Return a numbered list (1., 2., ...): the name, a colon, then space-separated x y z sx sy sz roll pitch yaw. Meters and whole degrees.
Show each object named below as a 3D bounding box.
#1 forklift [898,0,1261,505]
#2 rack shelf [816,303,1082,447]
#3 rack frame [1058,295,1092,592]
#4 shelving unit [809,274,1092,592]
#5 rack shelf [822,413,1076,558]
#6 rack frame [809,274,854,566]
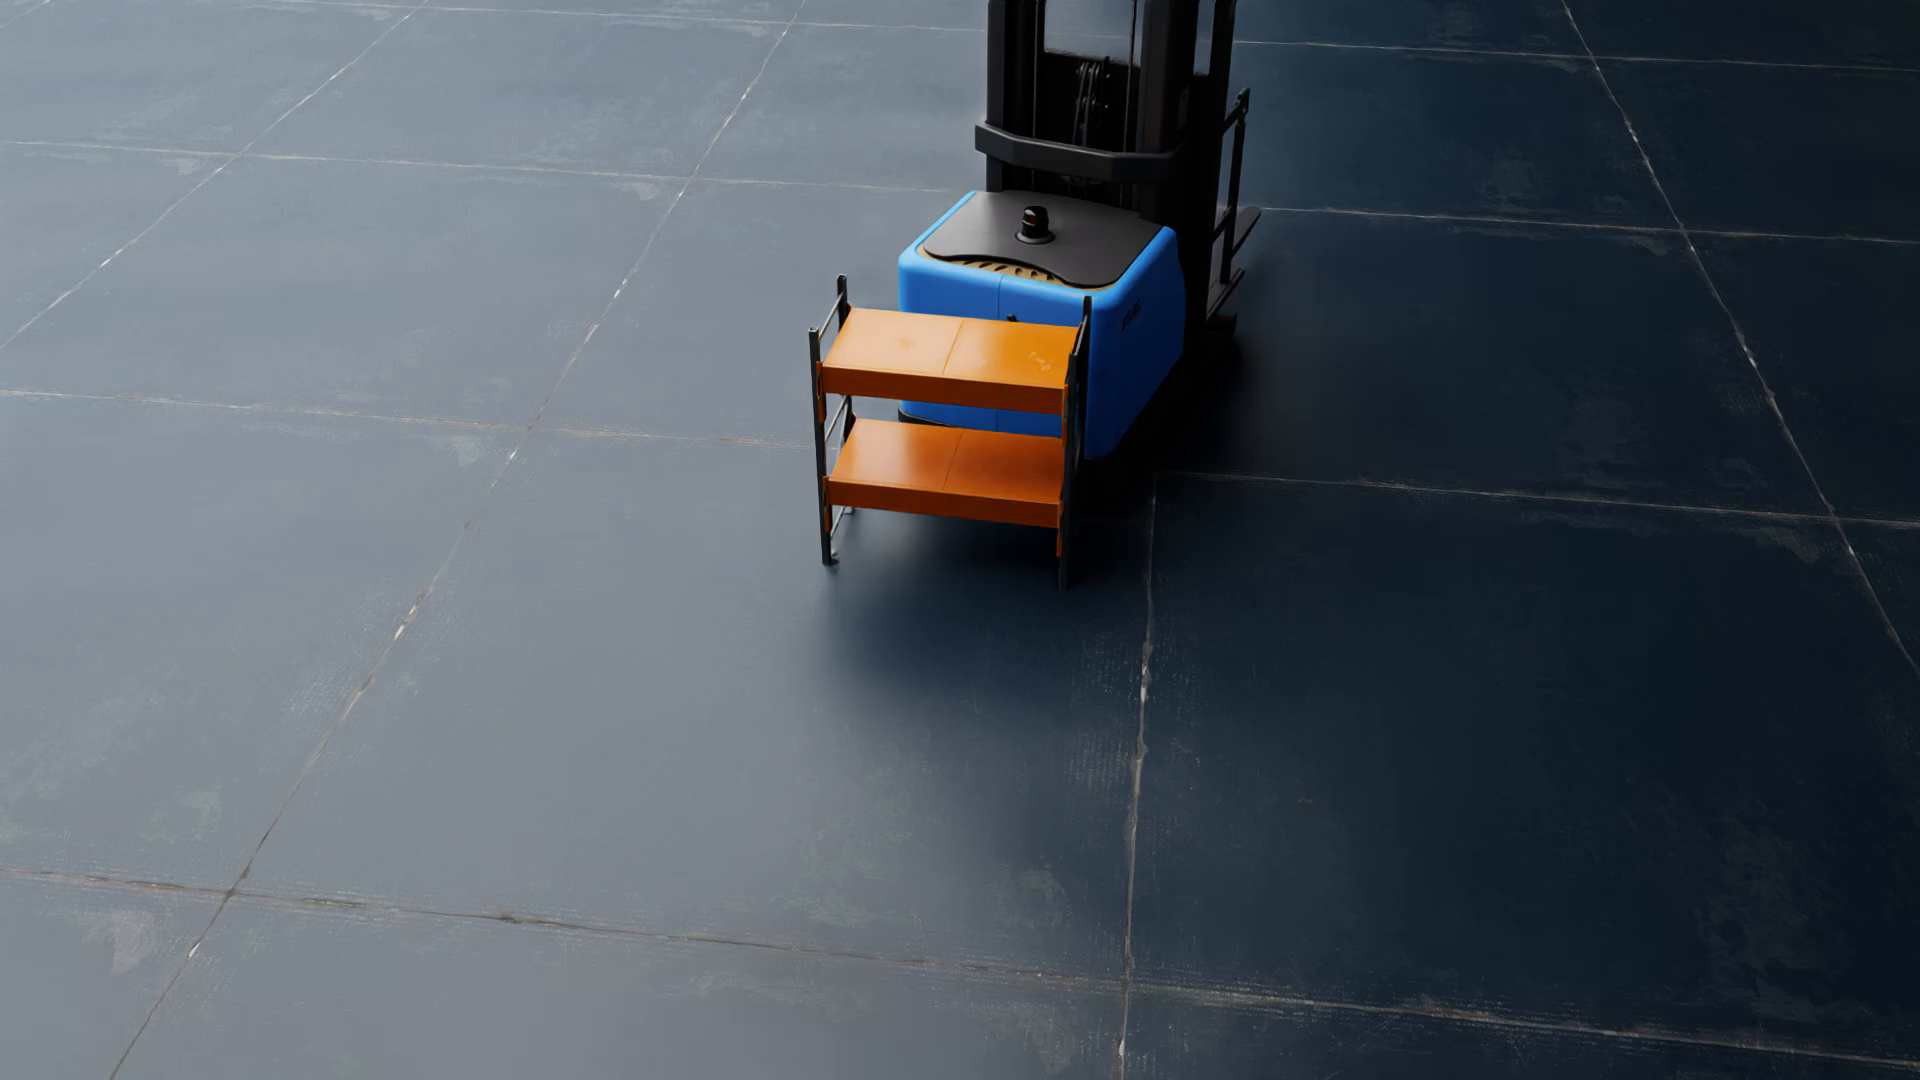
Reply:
1. forklift: 0.789 -2.195 7.803 1.130 2.935 3.031 15 38 20
2. rack shelf: -0.028 -0.677 6.727 1.000 0.278 0.538 6 36 9
3. rack frame: 0.472 -0.385 6.821 0.032 1.125 0.500 6 36 9
4. shelving unit: -0.028 -0.439 6.897 1.048 1.125 0.538 6 36 9
5. rack shelf: -0.028 -0.240 7.039 1.000 0.278 0.538 6 36 9
6. rack frame: -0.528 -0.493 6.972 0.032 1.125 0.500 6 36 9
